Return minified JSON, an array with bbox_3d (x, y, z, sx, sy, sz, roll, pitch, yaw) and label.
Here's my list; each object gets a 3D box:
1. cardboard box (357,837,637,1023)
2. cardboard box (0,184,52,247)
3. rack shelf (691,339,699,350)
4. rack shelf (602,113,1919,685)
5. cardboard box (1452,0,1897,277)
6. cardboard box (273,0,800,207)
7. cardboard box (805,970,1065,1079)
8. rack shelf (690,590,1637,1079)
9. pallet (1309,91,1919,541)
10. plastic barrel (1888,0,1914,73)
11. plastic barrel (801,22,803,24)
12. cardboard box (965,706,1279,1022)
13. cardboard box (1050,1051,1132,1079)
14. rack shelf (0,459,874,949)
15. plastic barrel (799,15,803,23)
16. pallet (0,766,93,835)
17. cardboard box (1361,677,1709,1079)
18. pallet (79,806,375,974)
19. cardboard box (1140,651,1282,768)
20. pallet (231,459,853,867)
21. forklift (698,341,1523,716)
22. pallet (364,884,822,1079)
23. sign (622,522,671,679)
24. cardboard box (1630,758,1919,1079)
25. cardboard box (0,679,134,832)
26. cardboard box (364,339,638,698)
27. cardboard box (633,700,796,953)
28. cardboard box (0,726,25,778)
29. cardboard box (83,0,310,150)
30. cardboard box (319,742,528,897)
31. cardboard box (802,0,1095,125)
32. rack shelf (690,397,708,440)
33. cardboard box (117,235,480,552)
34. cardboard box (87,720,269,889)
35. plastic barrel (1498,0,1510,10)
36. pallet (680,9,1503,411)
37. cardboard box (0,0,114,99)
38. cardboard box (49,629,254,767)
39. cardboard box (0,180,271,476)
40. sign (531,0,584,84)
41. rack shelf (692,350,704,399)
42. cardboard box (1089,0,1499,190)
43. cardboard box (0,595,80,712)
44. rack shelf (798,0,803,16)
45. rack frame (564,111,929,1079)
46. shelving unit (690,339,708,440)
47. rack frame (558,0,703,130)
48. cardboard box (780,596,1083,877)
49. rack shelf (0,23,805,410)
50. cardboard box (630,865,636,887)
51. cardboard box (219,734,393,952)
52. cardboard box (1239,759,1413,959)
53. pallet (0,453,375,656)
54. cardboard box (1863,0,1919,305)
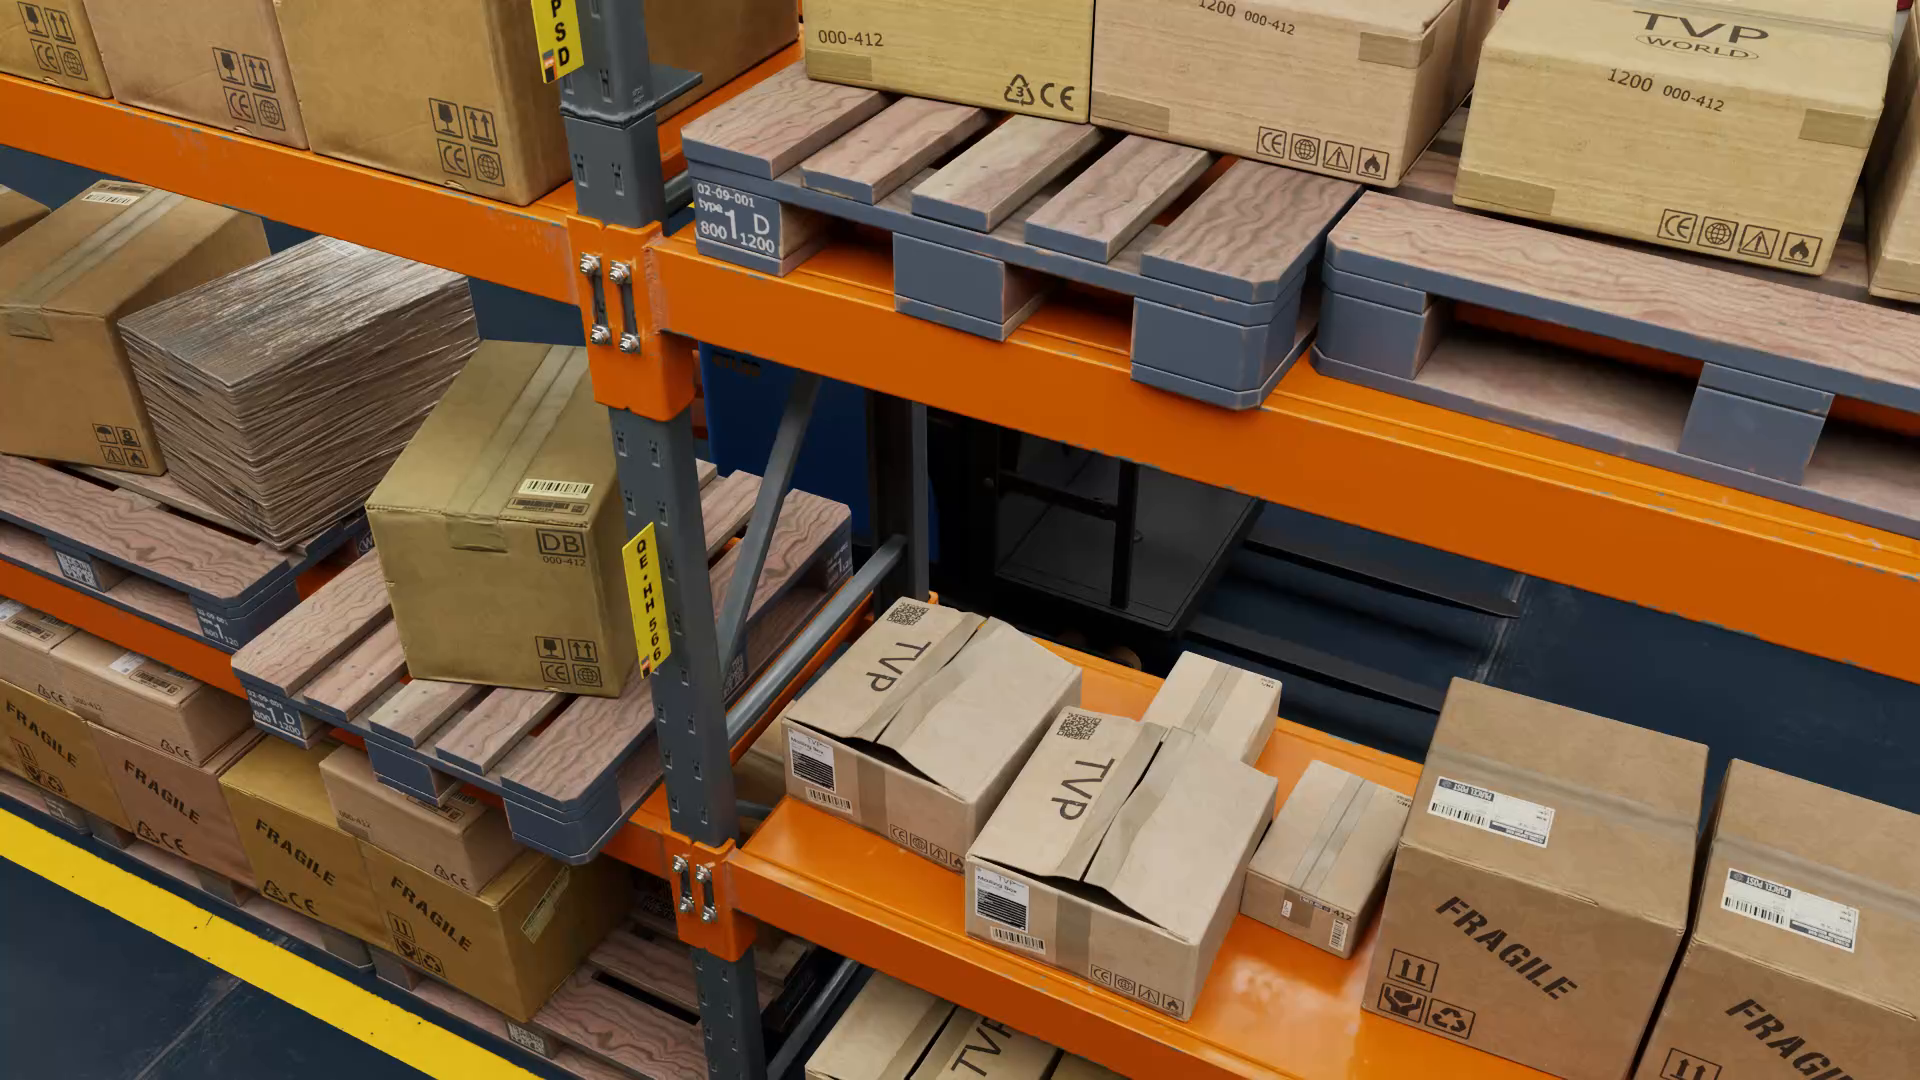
[{"bbox_3d":[-1.300,0.942,4.732,0.500,0.500,0.500,19,41,23],"label":"cardboard box"},{"bbox_3d":[-2.956,-0.655,4.702,0.500,0.500,0.700,24,43,28],"label":"cardboard box"},{"bbox_3d":[-1.126,-0.834,6.598,0.480,0.148,0.258,10,38,13],"label":"rack shelf"},{"bbox_3d":[1.414,-0.097,2.511,4.000,0.370,1.077,17,41,21],"label":"rack shelf"},{"bbox_3d":[1.044,-0.650,2.421,0.500,0.250,0.500,17,40,21],"label":"cardboard box"},{"bbox_3d":[-0.764,-1.083,3.132,0.500,0.500,0.910,17,41,21],"label":"cardboard box"},{"bbox_3d":[-0.032,1.263,4.068,0.500,0.311,0.500,19,41,23],"label":"cardboard box"},{"bbox_3d":[1.414,1.098,3.418,4.000,0.370,1.077,17,41,21],"label":"rack shelf"},{"bbox_3d":[1.277,-0.414,2.490,1.213,0.211,1.003,19,41,24],"label":"pallet"},{"bbox_3d":[3.687,-2.053,6.861,0.433,0.535,0.433,0,37,0],"label":"plastic barrel"},{"bbox_3d":[-0.528,-2.489,8.937,0.708,0.901,0.600,17,41,21],"label":"plastic barrel"},{"bbox_3d":[0.344,0.643,3.495,0.500,0.311,0.500,17,40,21],"label":"cardboard box"},{"bbox_3d":[0.439,1.405,3.882,0.500,0.311,0.500,16,40,20],"label":"cardboard box"},{"bbox_3d":[-2.138,-0.014,4.883,4.000,0.370,1.077,17,41,21],"label":"rack shelf"},{"bbox_3d":[-1.157,-2.686,9.196,0.708,0.901,0.600,17,41,21],"label":"plastic barrel"},{"bbox_3d":[-3.174,0.460,5.970,1.213,0.211,1.003,17,41,21],"label":"pallet"},{"bbox_3d":[1.136,0.673,3.299,0.500,0.500,0.500,15,40,19],"label":"cardboard box"},{"bbox_3d":[-2.086,0.798,5.524,1.213,0.211,1.003,17,41,21],"label":"pallet"},{"bbox_3d":[0.564,0.457,3.875,0.250,0.149,0.380,17,41,21],"label":"cardboard box"},{"bbox_3d":[-0.996,0.181,4.189,1.003,0.211,1.213,17,41,21],"label":"pallet"},{"bbox_3d":[0.557,-0.989,5.629,3.031,2.935,1.130,18,41,22],"label":"forklift"},{"bbox_3d":[-1.007,1.138,5.076,1.213,0.211,1.003,17,41,21],"label":"pallet"},{"bbox_3d":[-0.603,0.120,3.219,0.005,0.325,0.100,17,41,21],"label":"sign"},{"bbox_3d":[1.603,0.820,3.107,0.500,0.500,0.500,17,41,22],"label":"cardboard box"},{"bbox_3d":[-2.677,0.514,5.295,0.500,0.500,0.500,18,41,22],"label":"cardboard box"},{"bbox_3d":[-0.973,-0.066,3.927,0.500,0.500,0.700,5,37,6],"label":"cardboard box"},{"bbox_3d":[-0.634,0.796,4.924,0.500,0.500,0.500,19,41,23],"label":"cardboard box"},{"bbox_3d":[-3.117,0.371,5.484,0.500,0.500,0.500,18,41,22],"label":"cardboard box"},{"bbox_3d":[-1.217,-1.224,3.318,0.500,0.500,0.910,17,41,21],"label":"cardboard box"},{"bbox_3d":[-1.352,0.630,4.523,0.500,0.250,0.500,19,41,23],"label":"cardboard box"},{"bbox_3d":[0.067,-0.951,2.818,0.500,0.250,0.500,14,40,18],"label":"cardboard box"},{"bbox_3d":[-1.126,-0.498,6.853,0.480,0.148,0.258,10,38,13],"label":"rack shelf"},{"bbox_3d":[-1.697,-0.423,4.397,0.500,0.500,0.700,26,44,30],"label":"cardboard box"},{"bbox_3d":[-2.228,0.655,5.110,0.500,0.500,0.500,16,40,20],"label":"cardboard box"},{"bbox_3d":[2.471,-2.491,7.438,0.708,0.536,0.600,17,41,21],"label":"plastic barrel"},{"bbox_3d":[0.282,-0.724,2.898,1.003,0.211,1.213,19,41,24],"label":"pallet"},{"bbox_3d":[-1.679,-1.369,3.509,0.500,0.500,0.910,17,41,21],"label":"cardboard box"},{"bbox_3d":[-2.262,0.347,4.895,0.500,0.250,0.500,17,40,21],"label":"cardboard box"},{"bbox_3d":[-2.316,-0.606,4.637,0.500,0.500,0.700,8,38,10],"label":"cardboard box"},{"bbox_3d":[-0.613,-0.855,2.487,0.005,0.325,0.100,17,41,21],"label":"sign"},{"bbox_3d":[-1.126,-0.656,6.733,0.480,0.148,0.258,10,38,13],"label":"rack shelf"},{"bbox_3d":[0.541,-0.815,2.639,0.500,0.250,0.500,18,41,23],"label":"cardboard box"},{"bbox_3d":[-2.708,0.208,5.078,0.500,0.250,0.500,17,41,22],"label":"cardboard box"},{"bbox_3d":[0.144,-2.673,8.385,4.000,0.370,1.077,17,41,21],"label":"rack shelf"},{"bbox_3d":[-0.362,0.255,3.933,0.127,3.000,1.000,17,41,21],"label":"rack frame"},{"bbox_3d":[-1.126,-0.709,6.692,0.503,1.200,0.258,10,38,13],"label":"shelving unit"},{"bbox_3d":[-0.362,-2.134,2.119,0.127,3.000,1.000,17,41,21],"label":"rack frame"},{"bbox_3d":[-0.059,0.415,3.796,0.500,0.311,0.500,20,42,24],"label":"cardboard box"},{"bbox_3d":[-2.138,-1.209,3.976,4.000,0.370,1.077,17,41,21],"label":"rack shelf"},{"bbox_3d":[-1.102,0.653,5.112,0.500,0.500,0.500,16,40,20],"label":"cardboard box"},{"bbox_3d":[-1.759,0.798,4.922,0.500,0.500,0.500,16,40,20],"label":"cardboard box"},{"bbox_3d":[0.797,0.680,3.581,0.250,0.149,0.380,20,42,25],"label":"cardboard box"},{"bbox_3d":[-2.091,-0.207,4.700,1.213,0.211,1.003,17,41,21],"label":"pallet"},{"bbox_3d":[1.521,-0.499,2.223,0.500,0.250,0.500,14,39,18],"label":"cardboard box"}]
